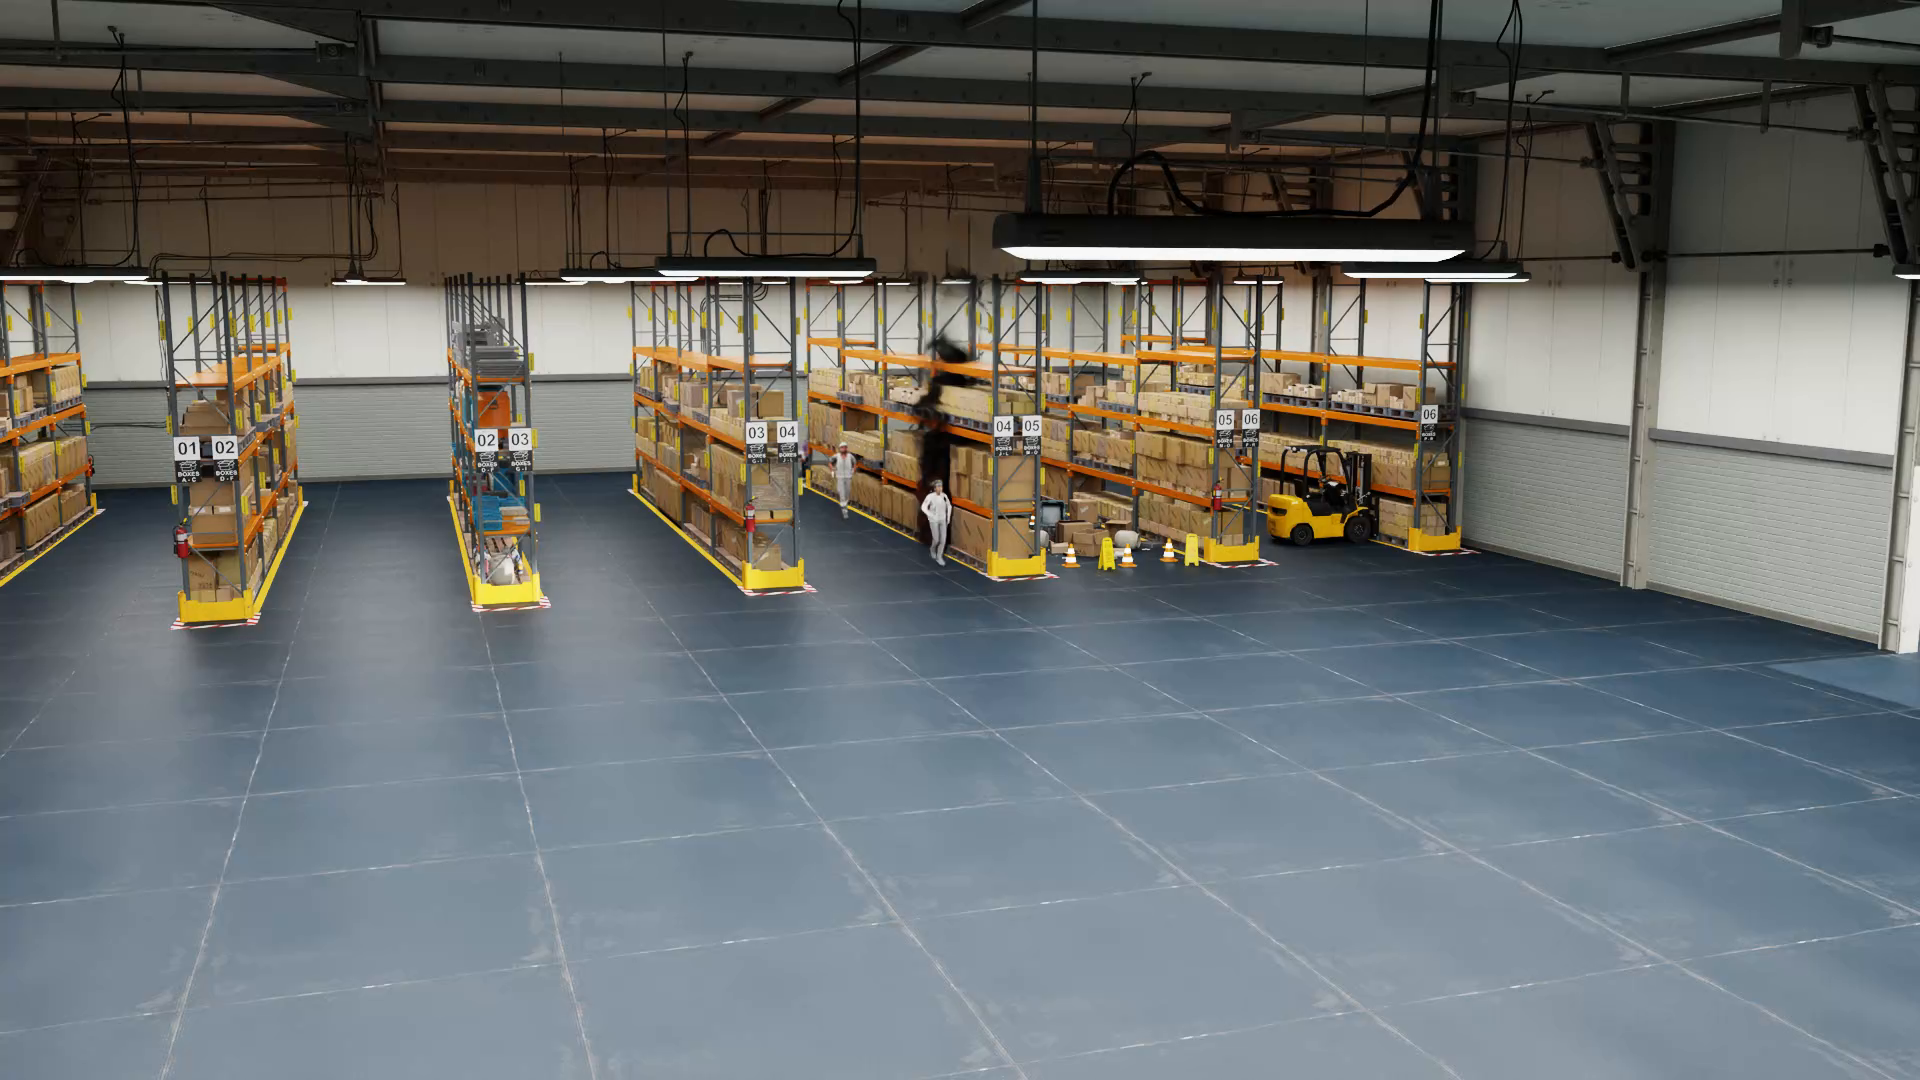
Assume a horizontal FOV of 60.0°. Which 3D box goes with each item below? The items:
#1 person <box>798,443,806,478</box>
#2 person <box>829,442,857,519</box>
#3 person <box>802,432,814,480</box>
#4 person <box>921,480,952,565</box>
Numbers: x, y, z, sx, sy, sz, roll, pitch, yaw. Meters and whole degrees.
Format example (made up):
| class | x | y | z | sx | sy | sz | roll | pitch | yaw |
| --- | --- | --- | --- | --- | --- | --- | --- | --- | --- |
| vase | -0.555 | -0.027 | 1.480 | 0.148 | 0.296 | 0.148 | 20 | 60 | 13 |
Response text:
| class | x | y | z | sx | sy | sz | roll | pitch | yaw |
| --- | --- | --- | --- | --- | --- | --- | --- | --- | --- |
| person | -4.502 | -1.864 | 45.023 | 0.594 | 1.619 | 0.880 | -4 | 10 | -27 |
| person | -2.783 | -1.448 | 39.864 | 0.663 | 1.815 | 0.816 | -2 | 9 | -15 |
| person | -4.605 | -2.502 | 49.734 | 0.494 | 1.516 | 0.625 | -1 | 9 | -5 |
| person | -0.437 | -0.368 | 33.148 | 0.657 | 1.689 | 0.518 | -3 | 9 | -19 |
